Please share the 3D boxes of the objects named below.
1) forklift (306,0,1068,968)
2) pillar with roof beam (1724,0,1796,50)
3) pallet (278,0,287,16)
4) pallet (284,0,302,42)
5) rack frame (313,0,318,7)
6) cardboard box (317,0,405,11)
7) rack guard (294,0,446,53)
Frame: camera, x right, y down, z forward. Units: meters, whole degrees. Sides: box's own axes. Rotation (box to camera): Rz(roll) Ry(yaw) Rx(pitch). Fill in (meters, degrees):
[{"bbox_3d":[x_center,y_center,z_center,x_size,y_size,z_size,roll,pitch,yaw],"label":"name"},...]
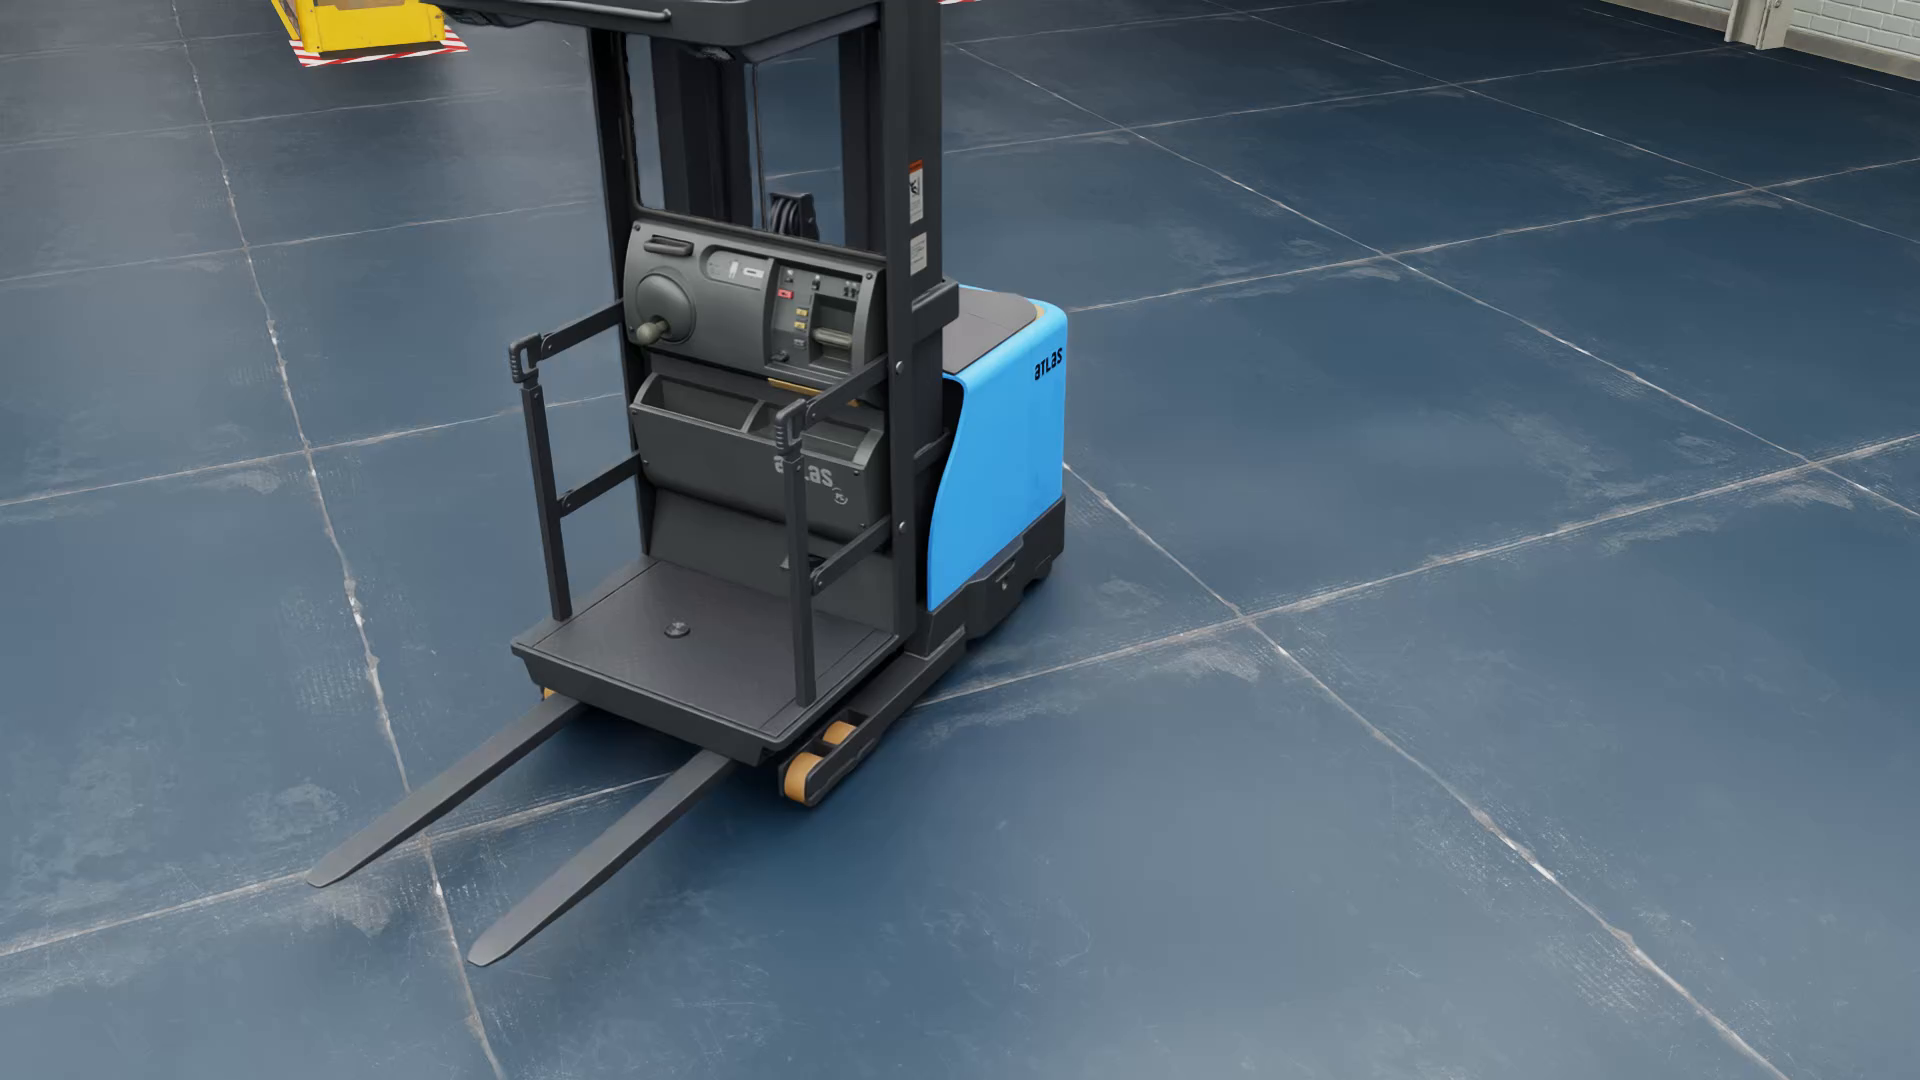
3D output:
[{"bbox_3d":[-0.767,-0.697,4.997,1.130,2.935,3.031,16,33,26],"label":"forklift"},{"bbox_3d":[3.012,-7.336,10.632,9.100,9.000,0.400,-13,32,-22],"label":"pillar with roof beam"},{"bbox_3d":[-6.034,-5.307,15.999,1.003,0.211,1.213,-13,32,-22],"label":"pallet"},{"bbox_3d":[-5.514,-4.769,15.039,1.003,0.211,1.213,-13,32,-22],"label":"pallet"},{"bbox_3d":[-5.100,-5.649,13.757,1.000,3.000,0.127,-13,32,-22],"label":"rack frame"},{"bbox_3d":[-5.451,-5.191,14.683,0.875,0.875,0.875,-13,32,-22],"label":"cardboard box"},{"bbox_3d":[-5.090,-4.548,14.349,1.175,0.500,0.348,-13,32,-22],"label":"rack guard"}]
